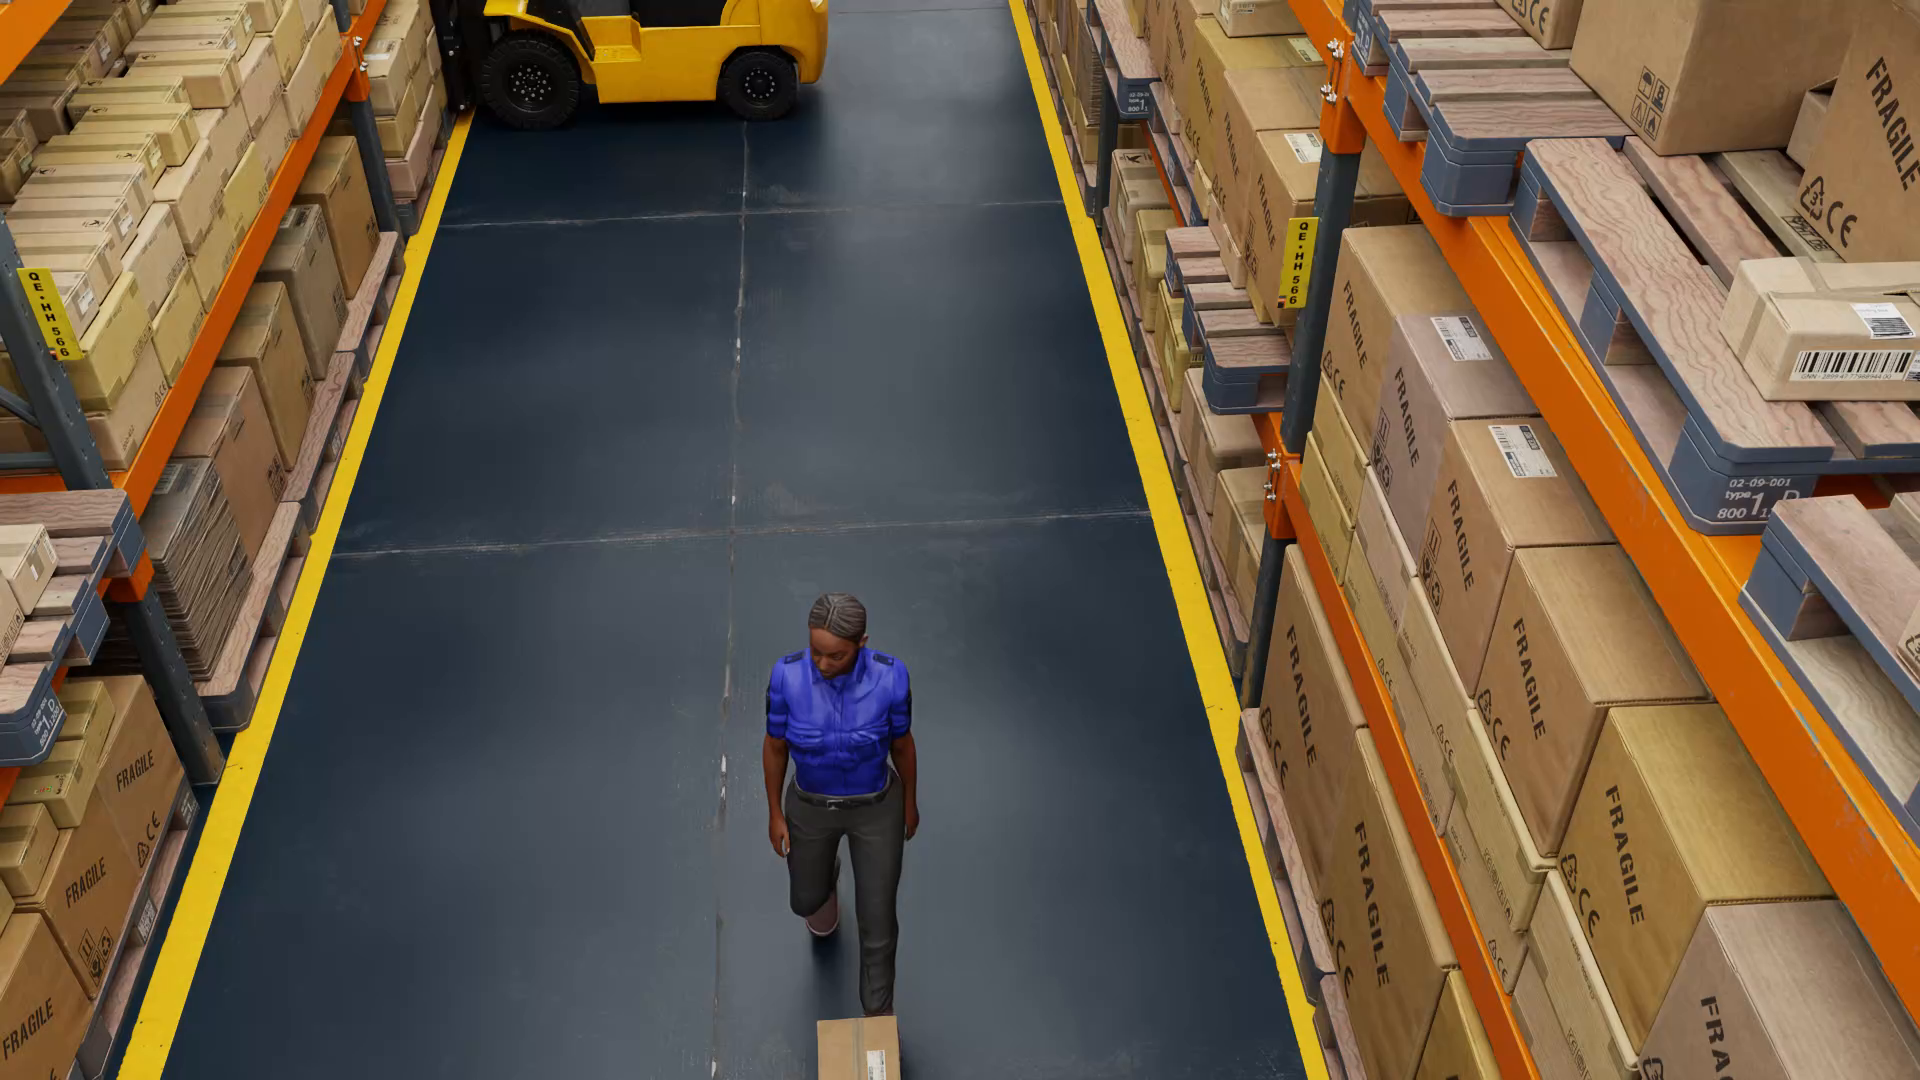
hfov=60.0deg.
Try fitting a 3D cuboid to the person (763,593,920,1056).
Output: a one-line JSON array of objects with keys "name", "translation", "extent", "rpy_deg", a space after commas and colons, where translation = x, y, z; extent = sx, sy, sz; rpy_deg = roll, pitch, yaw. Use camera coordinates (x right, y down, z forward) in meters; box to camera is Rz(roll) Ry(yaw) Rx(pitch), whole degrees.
[{"name": "person", "translation": [-0.364, 0.840, 5.127], "extent": [0.471, 1.637, 0.752], "rpy_deg": [0, 39, 0]}]
